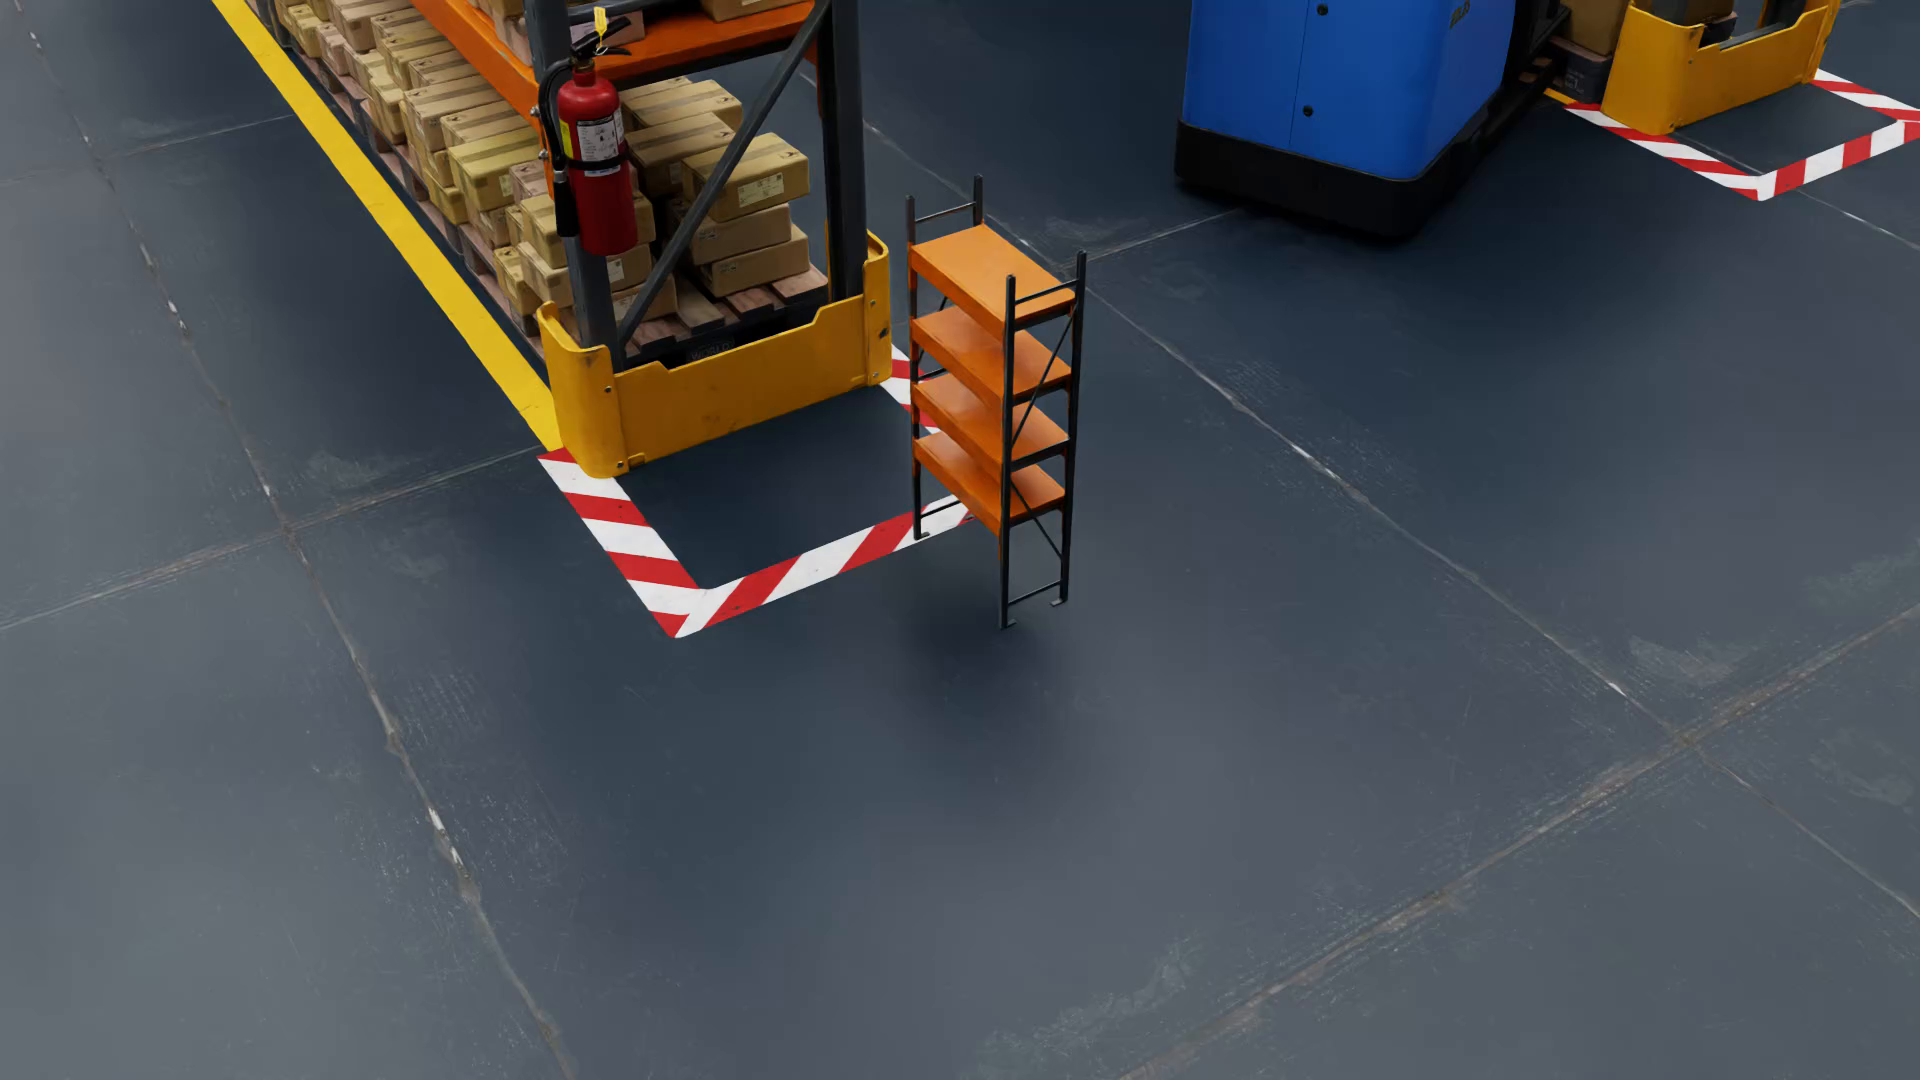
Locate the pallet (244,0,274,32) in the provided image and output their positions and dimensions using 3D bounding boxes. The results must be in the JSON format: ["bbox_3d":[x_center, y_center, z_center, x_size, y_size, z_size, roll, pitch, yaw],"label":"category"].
[{"bbox_3d":[-3.333,-3.097,8.802,1.003,0.211,1.213,-22,45,-24],"label":"pallet"}]

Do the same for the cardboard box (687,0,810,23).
[{"bbox_3d":[-0.660,-1.781,5.240,0.380,0.149,0.250,-23,45,-25],"label":"cardboard box"}]

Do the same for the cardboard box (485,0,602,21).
[{"bbox_3d":[-1.221,-1.896,4.872,0.500,0.500,0.500,-21,44,-24],"label":"cardboard box"}]

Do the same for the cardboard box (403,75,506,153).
[{"bbox_3d":[-1.871,-1.621,6.287,0.380,0.149,0.250,-21,44,-23],"label":"cardboard box"}]

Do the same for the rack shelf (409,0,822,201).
[{"bbox_3d":[-1.838,-2.393,6.340,1.077,0.370,4.000,-22,45,-24],"label":"rack shelf"}]

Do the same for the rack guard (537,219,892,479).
[{"bbox_3d":[-0.803,-0.670,5.664,1.175,0.500,0.348,-22,45,-24],"label":"rack guard"}]

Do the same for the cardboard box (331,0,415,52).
[{"bbox_3d":[-2.400,-2.199,6.980,0.380,0.149,0.250,-21,44,-24],"label":"cardboard box"}]

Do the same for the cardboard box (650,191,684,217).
[{"bbox_3d":[-0.927,-1.308,6.143,0.380,0.149,0.250,-22,45,-25],"label":"cardboard box"}]

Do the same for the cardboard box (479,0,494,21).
[{"bbox_3d":[-1.278,-1.719,5.166,0.380,0.149,0.250,-22,45,-24],"label":"cardboard box"}]

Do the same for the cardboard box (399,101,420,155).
[{"bbox_3d":[-1.979,-1.656,6.561,0.380,0.149,0.250,-20,44,-22],"label":"cardboard box"}]

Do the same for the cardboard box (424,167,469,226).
[{"bbox_3d":[-1.848,-1.389,6.473,0.380,0.149,0.250,-24,46,-26],"label":"cardboard box"}]

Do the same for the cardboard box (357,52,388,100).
[{"bbox_3d":[-2.262,-1.937,6.898,0.380,0.149,0.250,-23,45,-25],"label":"cardboard box"}]

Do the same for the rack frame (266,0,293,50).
[{"bbox_3d":[-2.913,-3.748,7.405,1.000,3.000,0.127,-22,45,-24],"label":"rack frame"}]

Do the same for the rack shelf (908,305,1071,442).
[{"bbox_3d":[0.089,-0.492,4.658,0.258,0.148,0.480,-22,45,-24],"label":"rack shelf"}]

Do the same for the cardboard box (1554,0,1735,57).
[{"bbox_3d":[3.062,-2.905,7.725,0.875,0.875,0.875,-22,45,-24],"label":"cardboard box"}]

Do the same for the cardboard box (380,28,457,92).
[{"bbox_3d":[-2.084,-1.934,6.661,0.380,0.149,0.250,-22,45,-24],"label":"cardboard box"}]

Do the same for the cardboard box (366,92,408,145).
[{"bbox_3d":[-2.256,-1.821,6.991,0.380,0.149,0.250,-23,45,-26],"label":"cardboard box"}]

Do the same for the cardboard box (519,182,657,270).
[{"bbox_3d":[-1.261,-1.083,5.640,0.380,0.149,0.250,-22,44,-24],"label":"cardboard box"}]

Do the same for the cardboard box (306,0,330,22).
[{"bbox_3d":[-2.776,-2.517,7.594,0.380,0.149,0.250,-22,45,-24],"label":"cardboard box"}]

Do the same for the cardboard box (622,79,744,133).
[{"bbox_3d":[-1.035,-1.571,6.227,0.380,0.149,0.250,-22,45,-25],"label":"cardboard box"}]

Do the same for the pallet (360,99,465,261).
[{"bbox_3d":[-1.862,-1.668,7.086,1.003,0.211,1.213,-22,45,-24],"label":"pallet"}]

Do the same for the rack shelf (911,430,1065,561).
[{"bbox_3d":[0.089,-0.167,4.929,0.258,0.148,0.480,-22,45,-24],"label":"rack shelf"}]

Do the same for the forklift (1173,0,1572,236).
[{"bbox_3d":[2.118,-3.244,6.854,1.130,2.935,3.031,22,45,24],"label":"forklift"}]

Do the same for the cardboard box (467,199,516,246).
[{"bbox_3d":[-1.568,-1.236,6.057,0.380,0.149,0.250,-24,45,-26],"label":"cardboard box"}]

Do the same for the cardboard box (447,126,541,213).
[{"bbox_3d":[-1.594,-1.334,5.942,0.380,0.149,0.250,-23,45,-25],"label":"cardboard box"}]

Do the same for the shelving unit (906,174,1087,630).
[{"bbox_3d":[0.089,-0.372,4.759,0.258,1.200,0.503,-22,45,-24],"label":"shelving unit"}]

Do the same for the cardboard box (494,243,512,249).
[{"bbox_3d":[-1.514,-1.144,6.179,0.380,0.149,0.250,-22,45,-25],"label":"cardboard box"}]

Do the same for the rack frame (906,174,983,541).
[{"bbox_3d":[-0.042,-0.503,4.917,0.240,1.200,0.015,-22,45,-24],"label":"rack frame"}]

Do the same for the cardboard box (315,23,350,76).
[{"bbox_3d":[-2.668,-2.247,7.503,0.380,0.149,0.250,-22,45,-25],"label":"cardboard box"}]

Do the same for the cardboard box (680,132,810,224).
[{"bbox_3d":[-0.758,-1.284,5.882,0.380,0.149,0.250,-24,46,-26],"label":"cardboard box"}]

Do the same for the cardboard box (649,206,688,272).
[{"bbox_3d":[-0.984,-1.162,6.200,0.380,0.149,0.250,-22,45,-25],"label":"cardboard box"}]

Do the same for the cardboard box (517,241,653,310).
[{"bbox_3d":[-1.287,-0.956,5.721,0.380,0.149,0.250,-23,45,-25],"label":"cardboard box"}]

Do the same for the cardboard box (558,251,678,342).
[{"bbox_3d":[-1.221,-0.868,5.847,0.380,0.149,0.250,-21,44,-24],"label":"cardboard box"}]

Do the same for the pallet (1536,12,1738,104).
[{"bbox_3d":[2.978,-2.576,8.176,1.003,0.211,1.213,-22,45,-24],"label":"pallet"}]

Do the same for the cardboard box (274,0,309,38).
[{"bbox_3d":[-2.988,-2.507,7.815,0.380,0.149,0.250,-24,46,-26],"label":"cardboard box"}]
